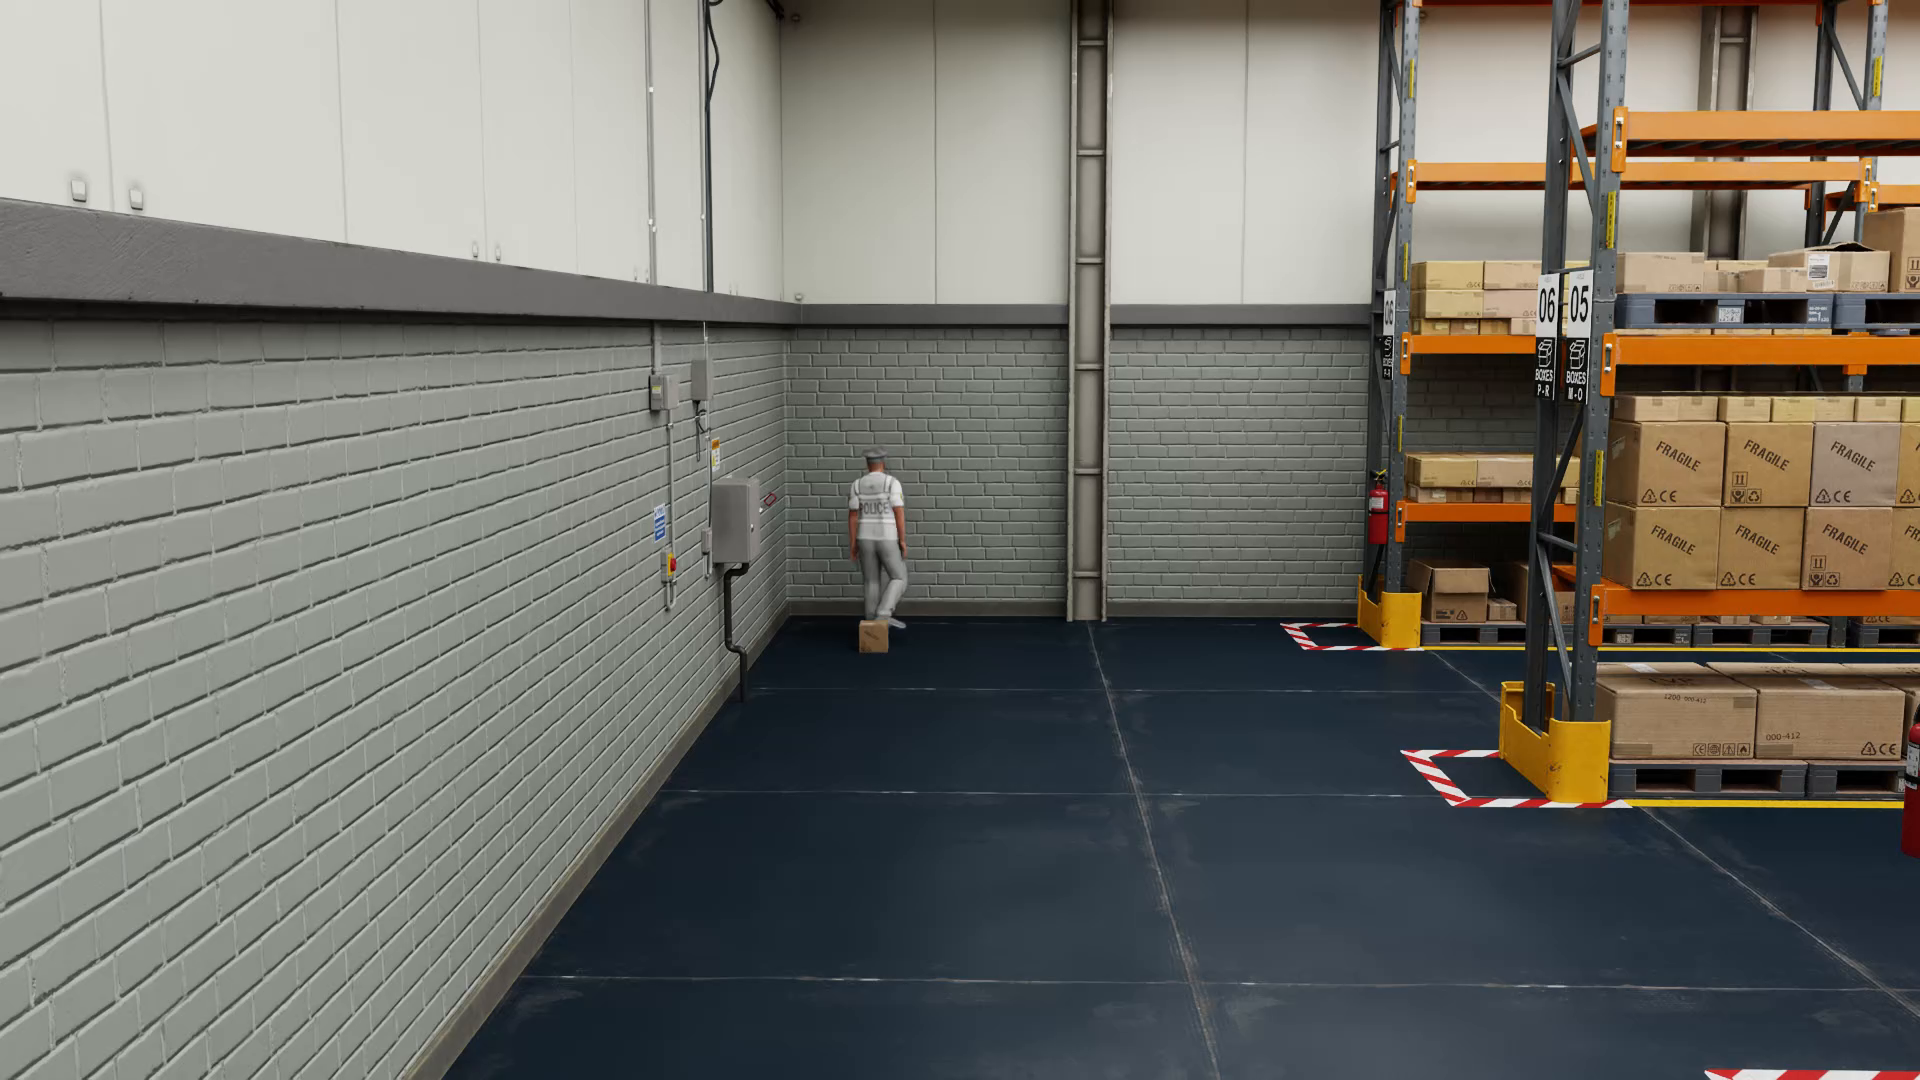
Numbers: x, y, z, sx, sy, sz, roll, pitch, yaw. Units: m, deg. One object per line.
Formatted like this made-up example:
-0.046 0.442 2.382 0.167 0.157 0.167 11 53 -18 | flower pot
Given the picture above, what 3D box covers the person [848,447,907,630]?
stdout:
-0.770 0.025 15.504 0.602 1.754 0.568 2 7 16 | person
